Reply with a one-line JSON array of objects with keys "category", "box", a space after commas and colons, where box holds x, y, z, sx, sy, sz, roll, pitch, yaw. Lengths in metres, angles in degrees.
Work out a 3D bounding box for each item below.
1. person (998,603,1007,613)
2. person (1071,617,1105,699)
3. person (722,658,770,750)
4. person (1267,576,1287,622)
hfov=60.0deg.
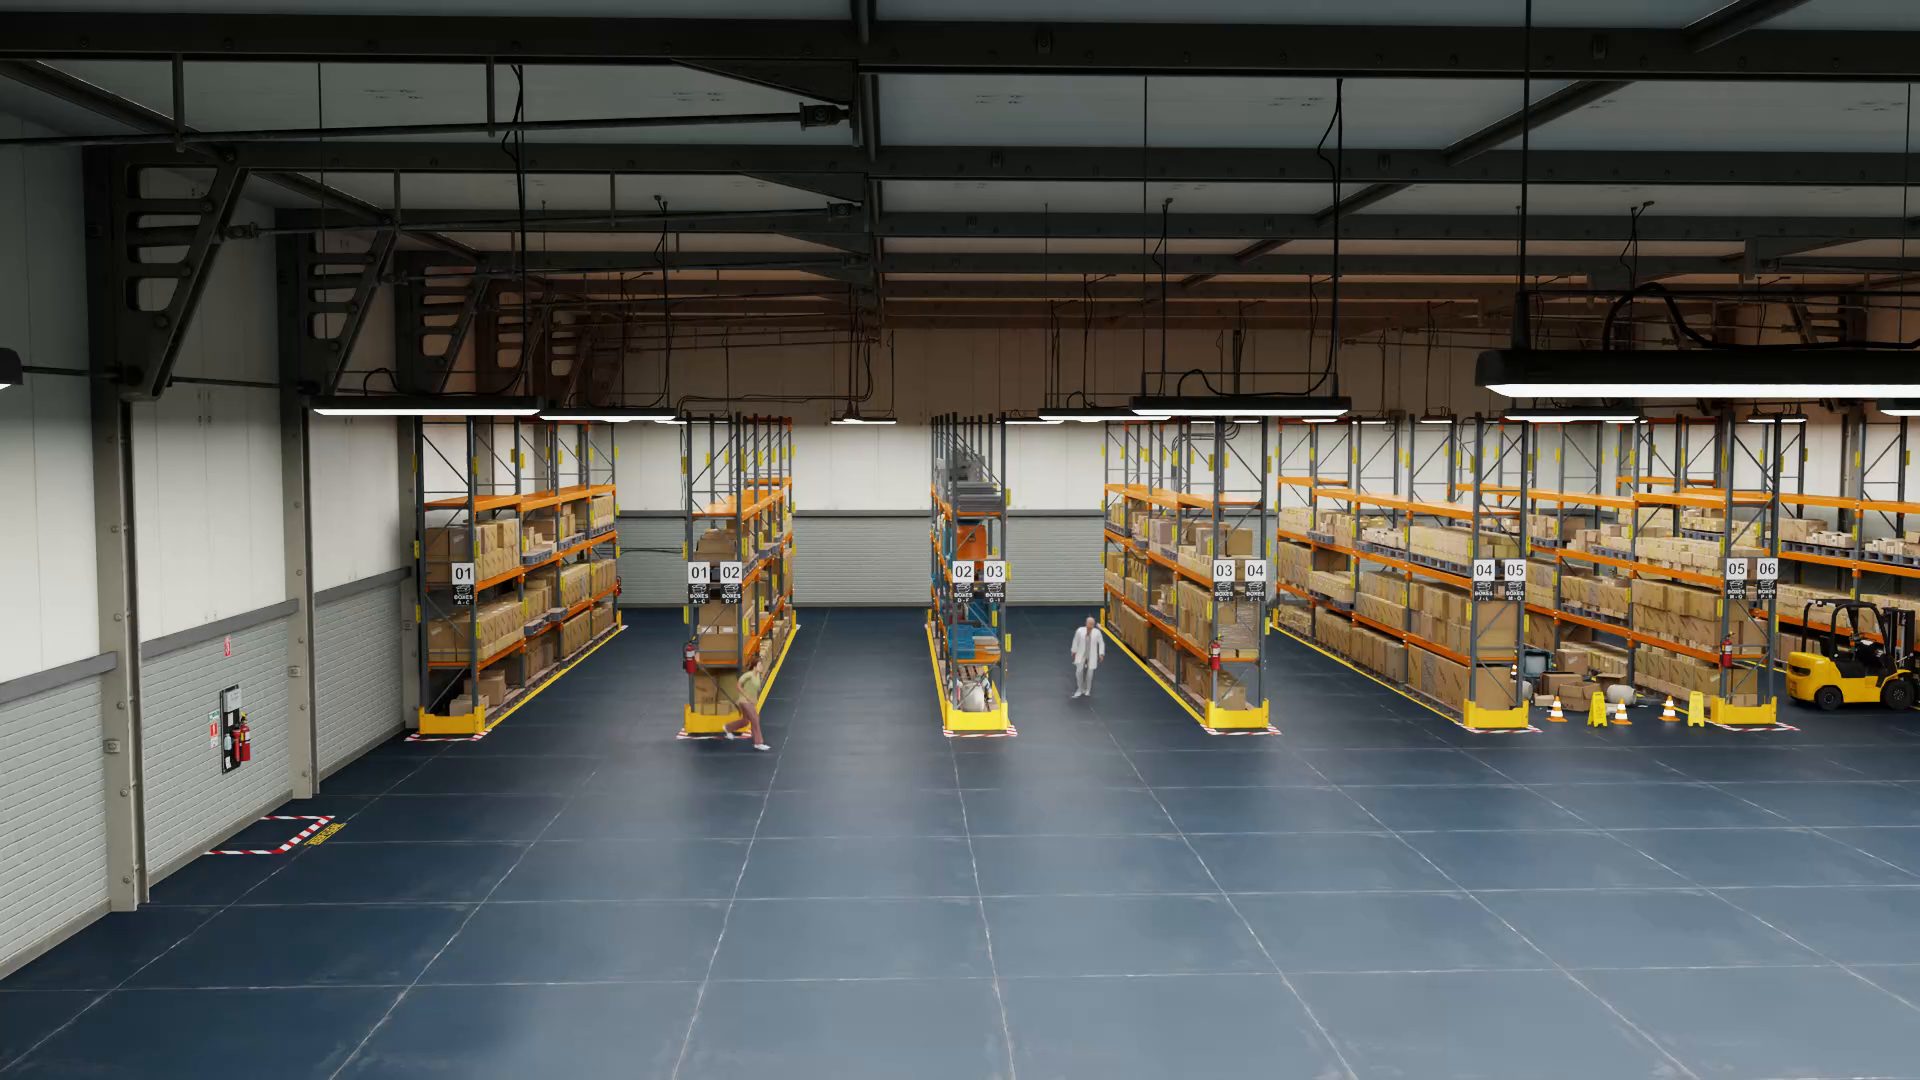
[{"category": "person", "box": [1.173, 1.443, 50.977, 0.847, 1.558, 0.575, 3, 5, 37]}, {"category": "person", "box": [2.705, 2.476, 35.210, 0.698, 1.742, 0.789, 0, 4, 1]}, {"category": "person", "box": [-3.844, 2.904, 29.605, 0.986, 1.626, 0.567, 2, 4, 29]}, {"category": "person", "box": [9.375, 1.558, 48.667, 0.694, 1.796, 0.649, -1, 4, -19]}]
